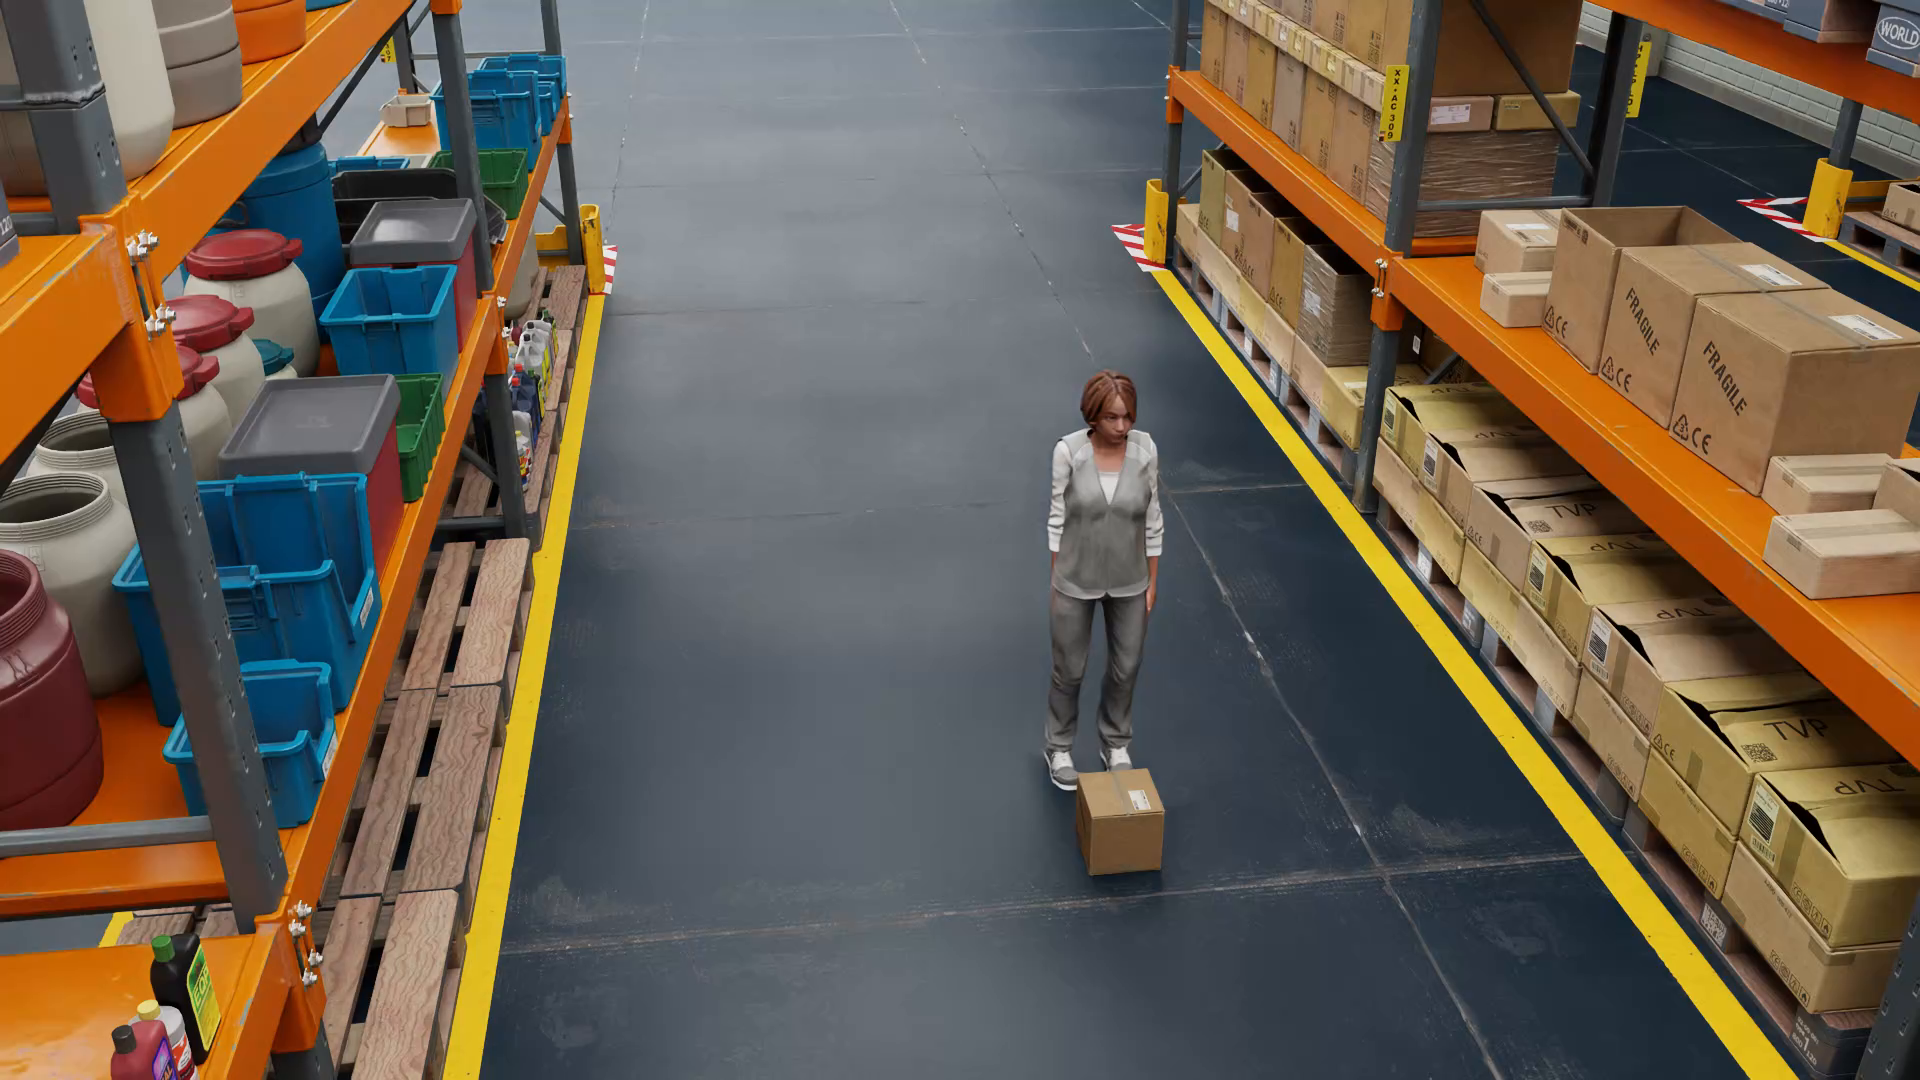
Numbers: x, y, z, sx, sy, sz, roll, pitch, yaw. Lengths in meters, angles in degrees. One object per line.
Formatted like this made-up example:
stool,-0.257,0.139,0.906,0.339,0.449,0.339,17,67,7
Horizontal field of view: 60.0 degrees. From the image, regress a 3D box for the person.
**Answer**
person,0.505,0.155,5.842,0.406,1.598,0.310,-3,28,-6
